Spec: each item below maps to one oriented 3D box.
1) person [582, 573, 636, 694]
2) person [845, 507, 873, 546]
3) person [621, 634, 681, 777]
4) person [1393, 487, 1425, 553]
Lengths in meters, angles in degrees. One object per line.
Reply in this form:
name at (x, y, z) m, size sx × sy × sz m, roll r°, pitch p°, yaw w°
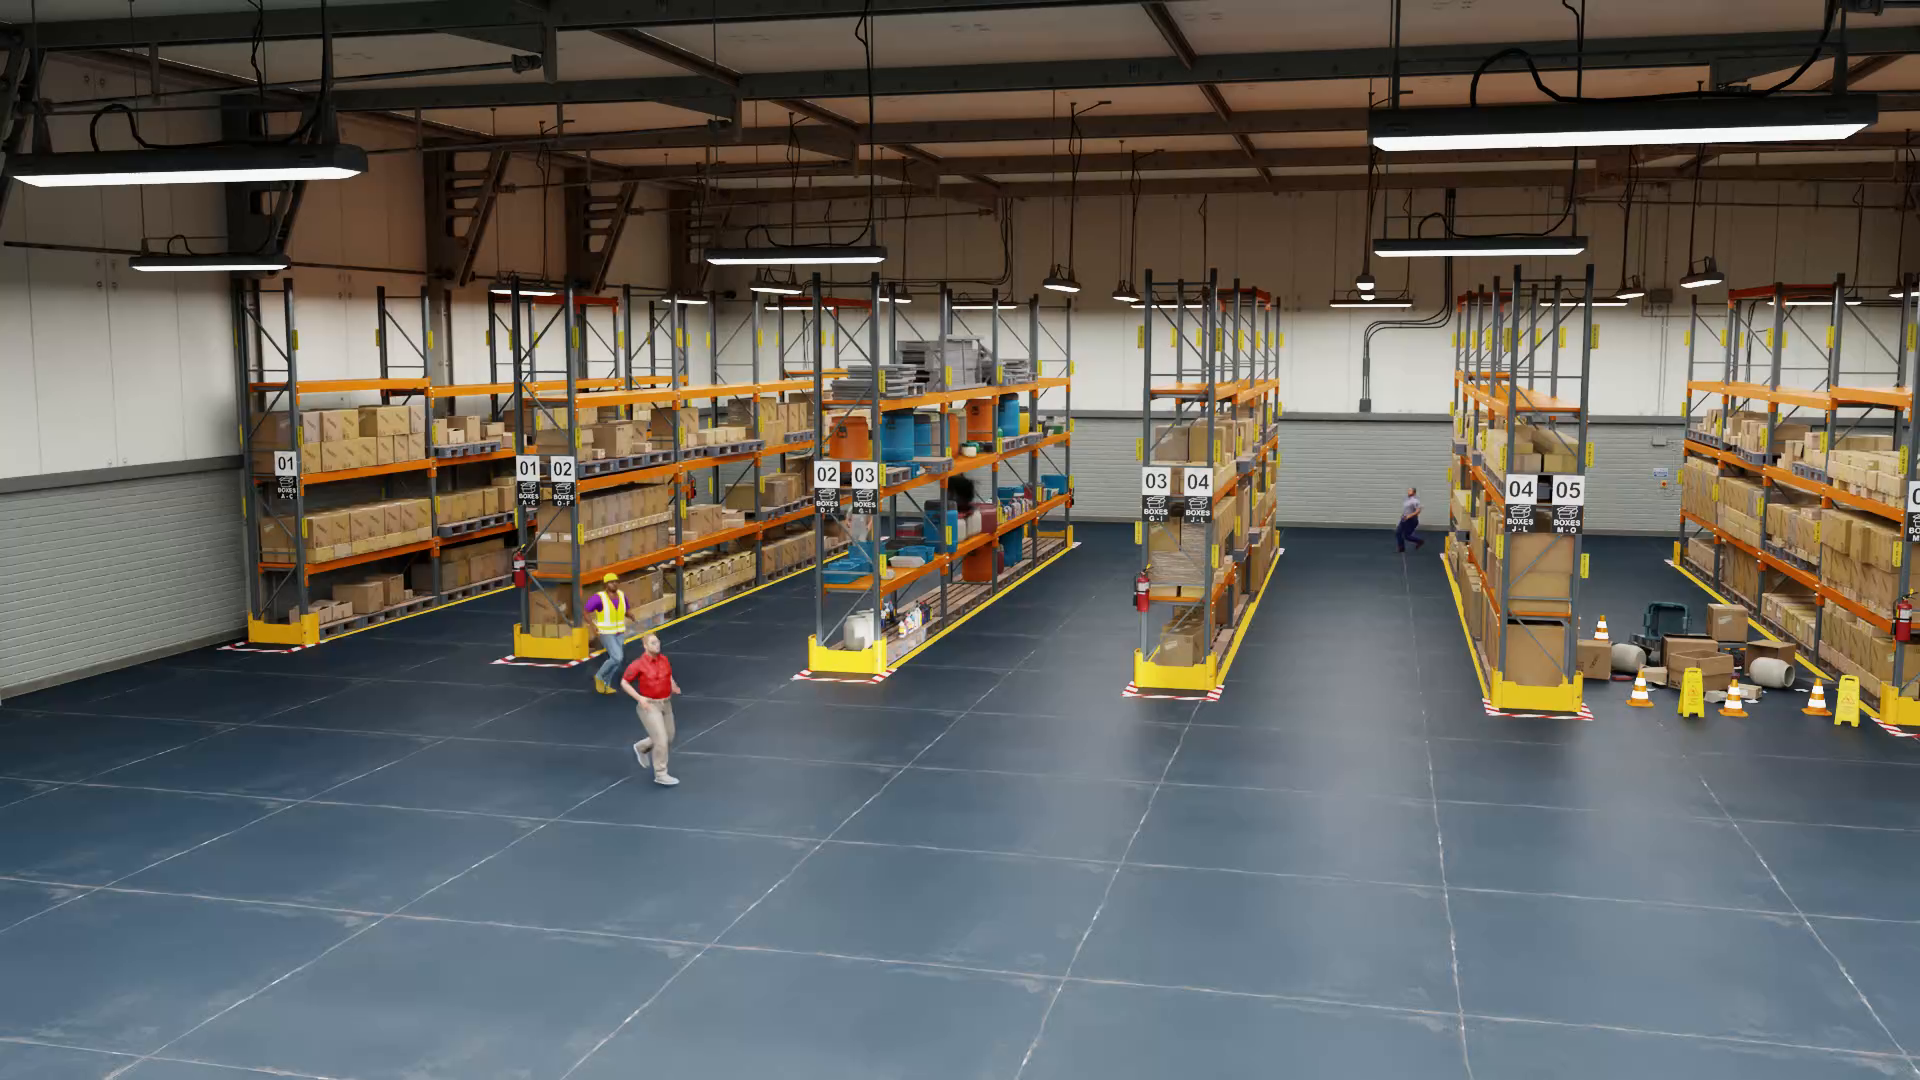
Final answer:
person at (-4.889, 1.320, 23.519) m, size 0.614 × 1.729 × 0.676 m, roll 5°, pitch 9°, yaw 38°
person at (-2.023, -0.100, 33.300) m, size 0.568 × 1.681 × 0.846 m, roll 1°, pitch 7°, yaw 5°
person at (-3.497, 1.872, 18.898) m, size 0.693 × 1.621 × 0.674 m, roll 5°, pitch 8°, yaw 35°
person at (10.619, -0.449, 39.088) m, size 0.687 × 1.604 × 0.647 m, roll -1°, pitch 7°, yaw -12°
